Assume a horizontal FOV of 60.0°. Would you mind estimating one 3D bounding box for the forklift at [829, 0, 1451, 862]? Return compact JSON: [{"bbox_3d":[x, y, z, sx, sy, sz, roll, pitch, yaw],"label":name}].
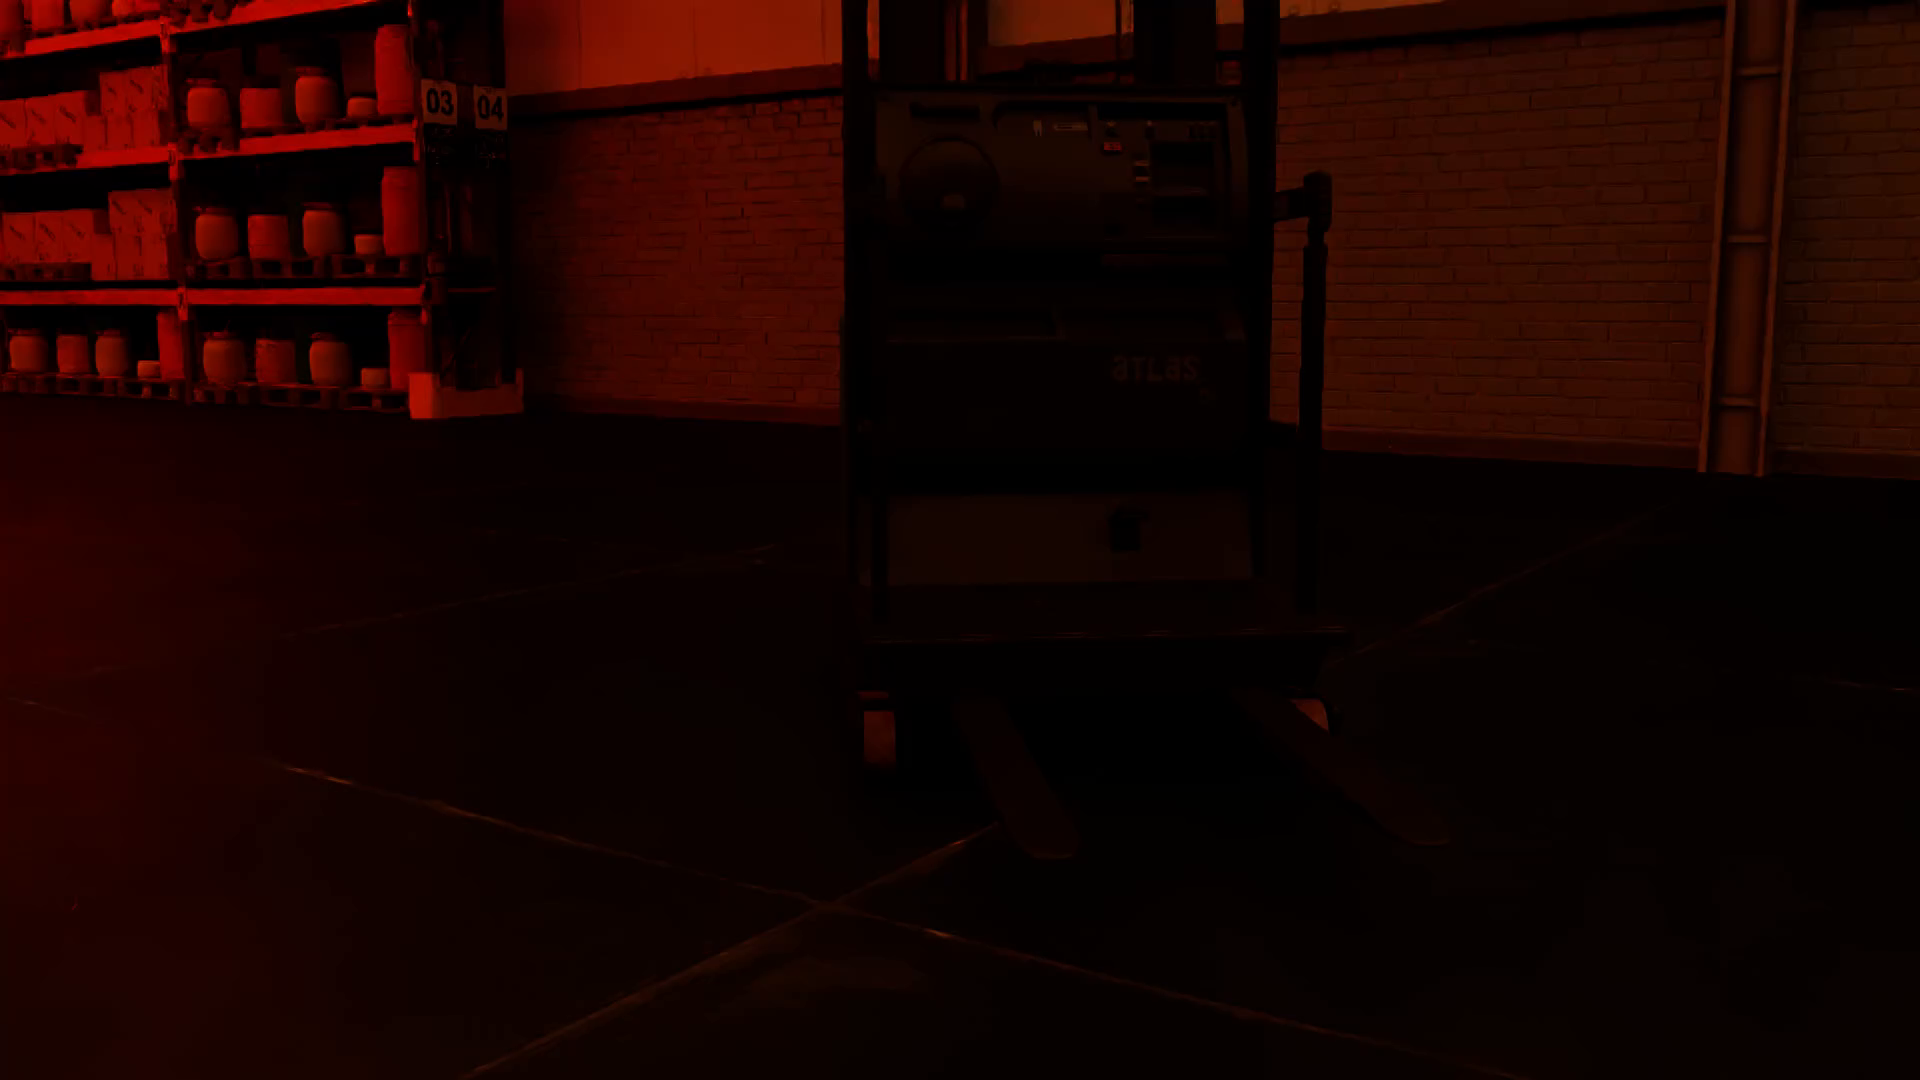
[{"bbox_3d":[0.279,-0.956,3.916,1.130,2.935,3.031,-1,8,-6],"label":"forklift"}]
